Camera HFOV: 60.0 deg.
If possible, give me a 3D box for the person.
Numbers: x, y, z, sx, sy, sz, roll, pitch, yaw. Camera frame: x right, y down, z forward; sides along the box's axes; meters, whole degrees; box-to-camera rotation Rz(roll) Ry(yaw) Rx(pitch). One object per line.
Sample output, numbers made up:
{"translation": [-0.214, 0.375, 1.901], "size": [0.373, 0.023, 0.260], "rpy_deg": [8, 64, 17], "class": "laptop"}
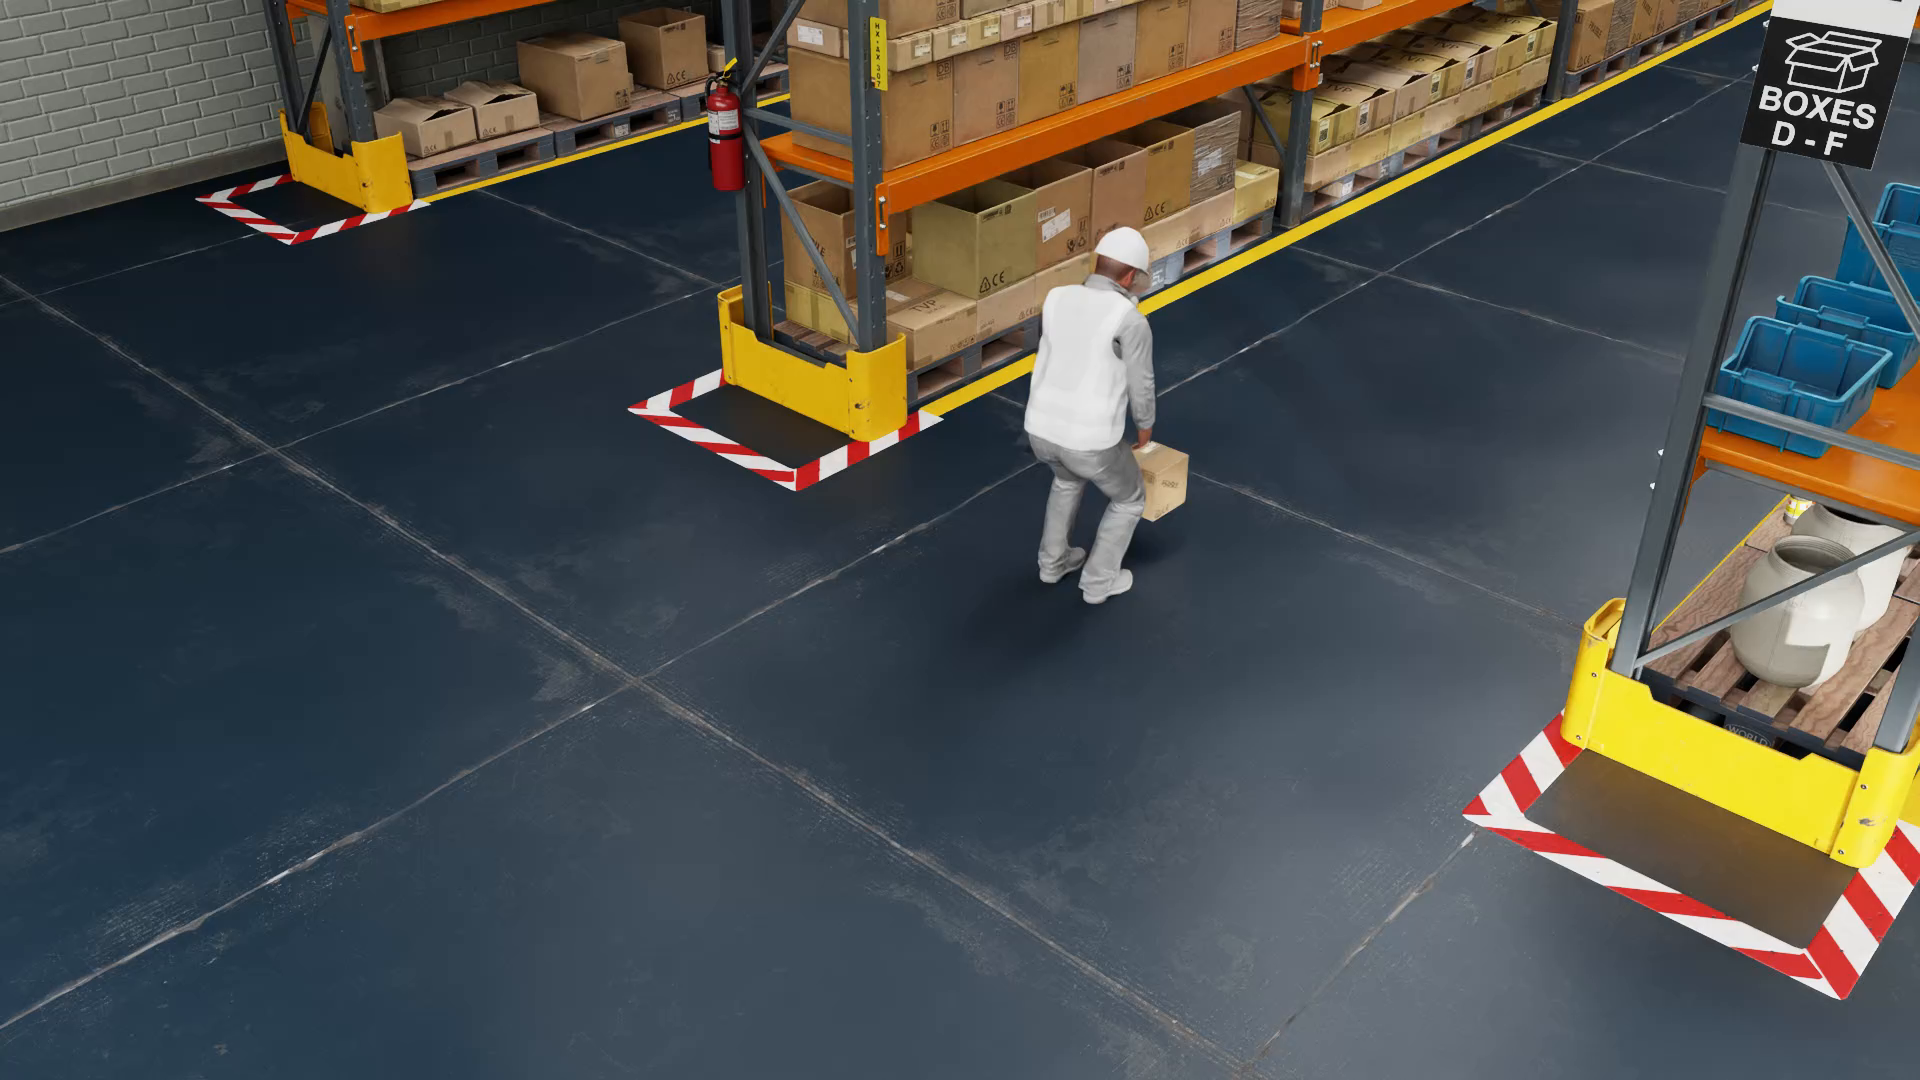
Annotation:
{"translation": [0.556, -0.526, 7.151], "size": [0.583, 1.607, 0.627], "rpy_deg": [26, 40, 36], "class": "person"}
